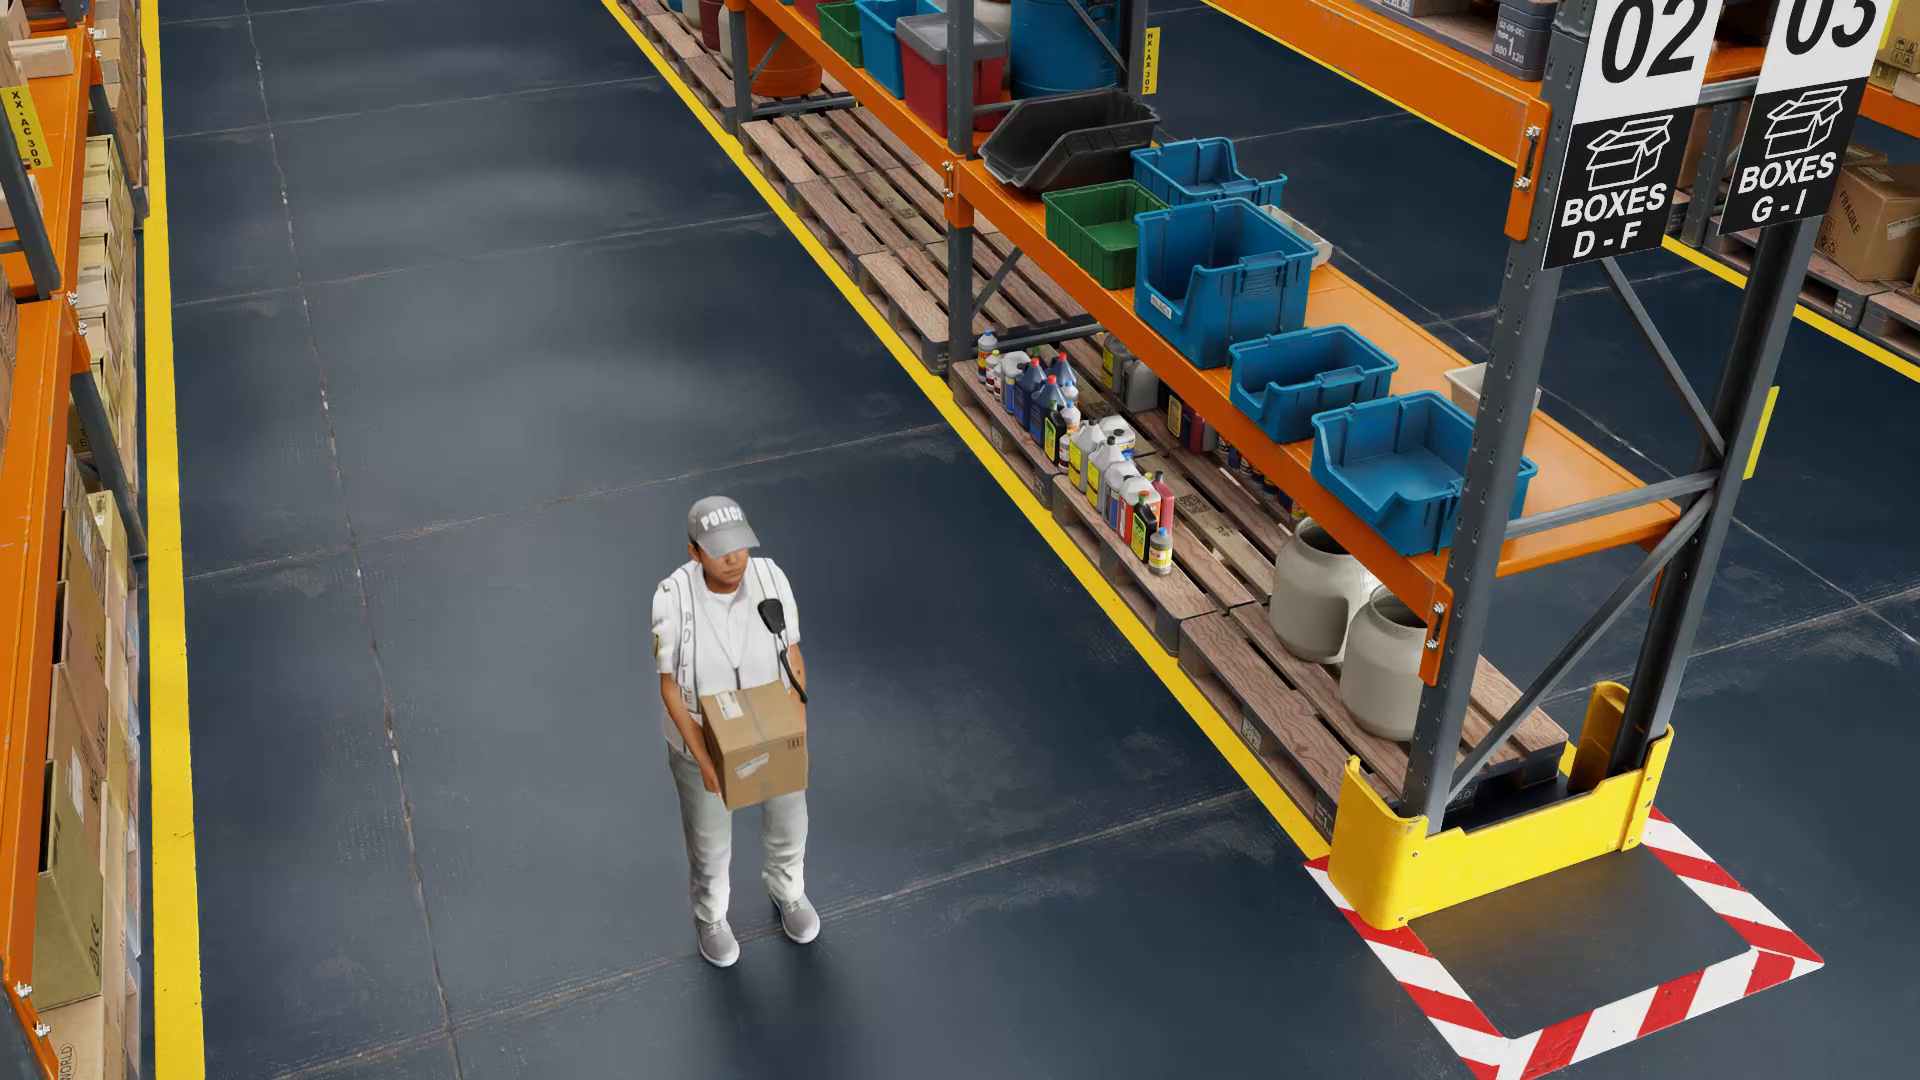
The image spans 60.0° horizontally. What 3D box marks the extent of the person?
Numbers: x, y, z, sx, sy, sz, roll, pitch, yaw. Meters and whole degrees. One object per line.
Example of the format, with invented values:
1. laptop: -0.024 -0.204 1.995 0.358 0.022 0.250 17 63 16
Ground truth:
1. person: -0.678 0.641 5.184 0.453 1.653 0.535 -13 36 -19
